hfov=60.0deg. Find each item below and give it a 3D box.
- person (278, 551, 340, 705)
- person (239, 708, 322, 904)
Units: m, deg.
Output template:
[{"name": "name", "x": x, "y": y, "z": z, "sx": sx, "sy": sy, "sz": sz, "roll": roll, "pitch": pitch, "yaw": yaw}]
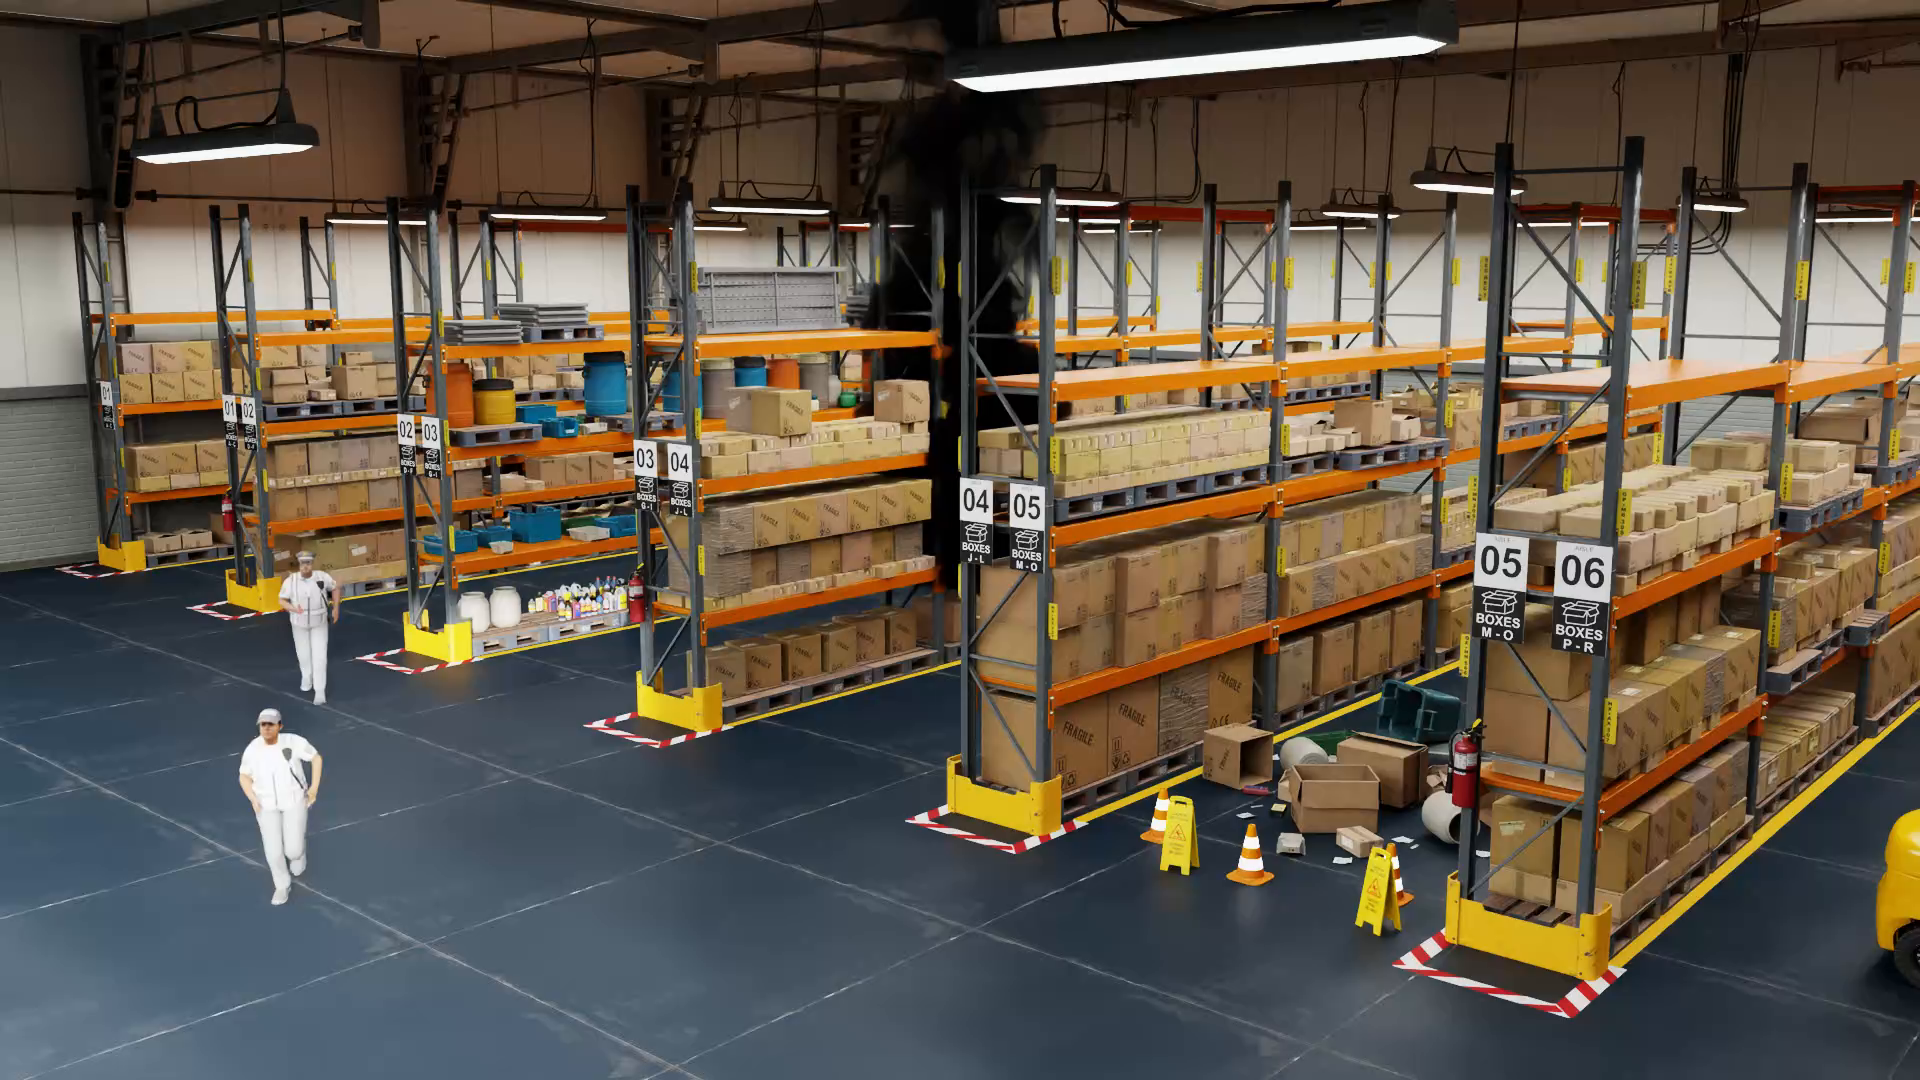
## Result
[{"name": "person", "x": -7.773, "y": 1.007, "z": 19.907, "sx": 0.681, "sy": 1.822, "sz": 0.866, "roll": -3, "pitch": 10, "yaw": -18}, {"name": "person", "x": -5.521, "y": 2.159, "z": 13.534, "sx": 0.620, "sy": 1.617, "sz": 0.620, "roll": -2, "pitch": 10, "yaw": -12}]
